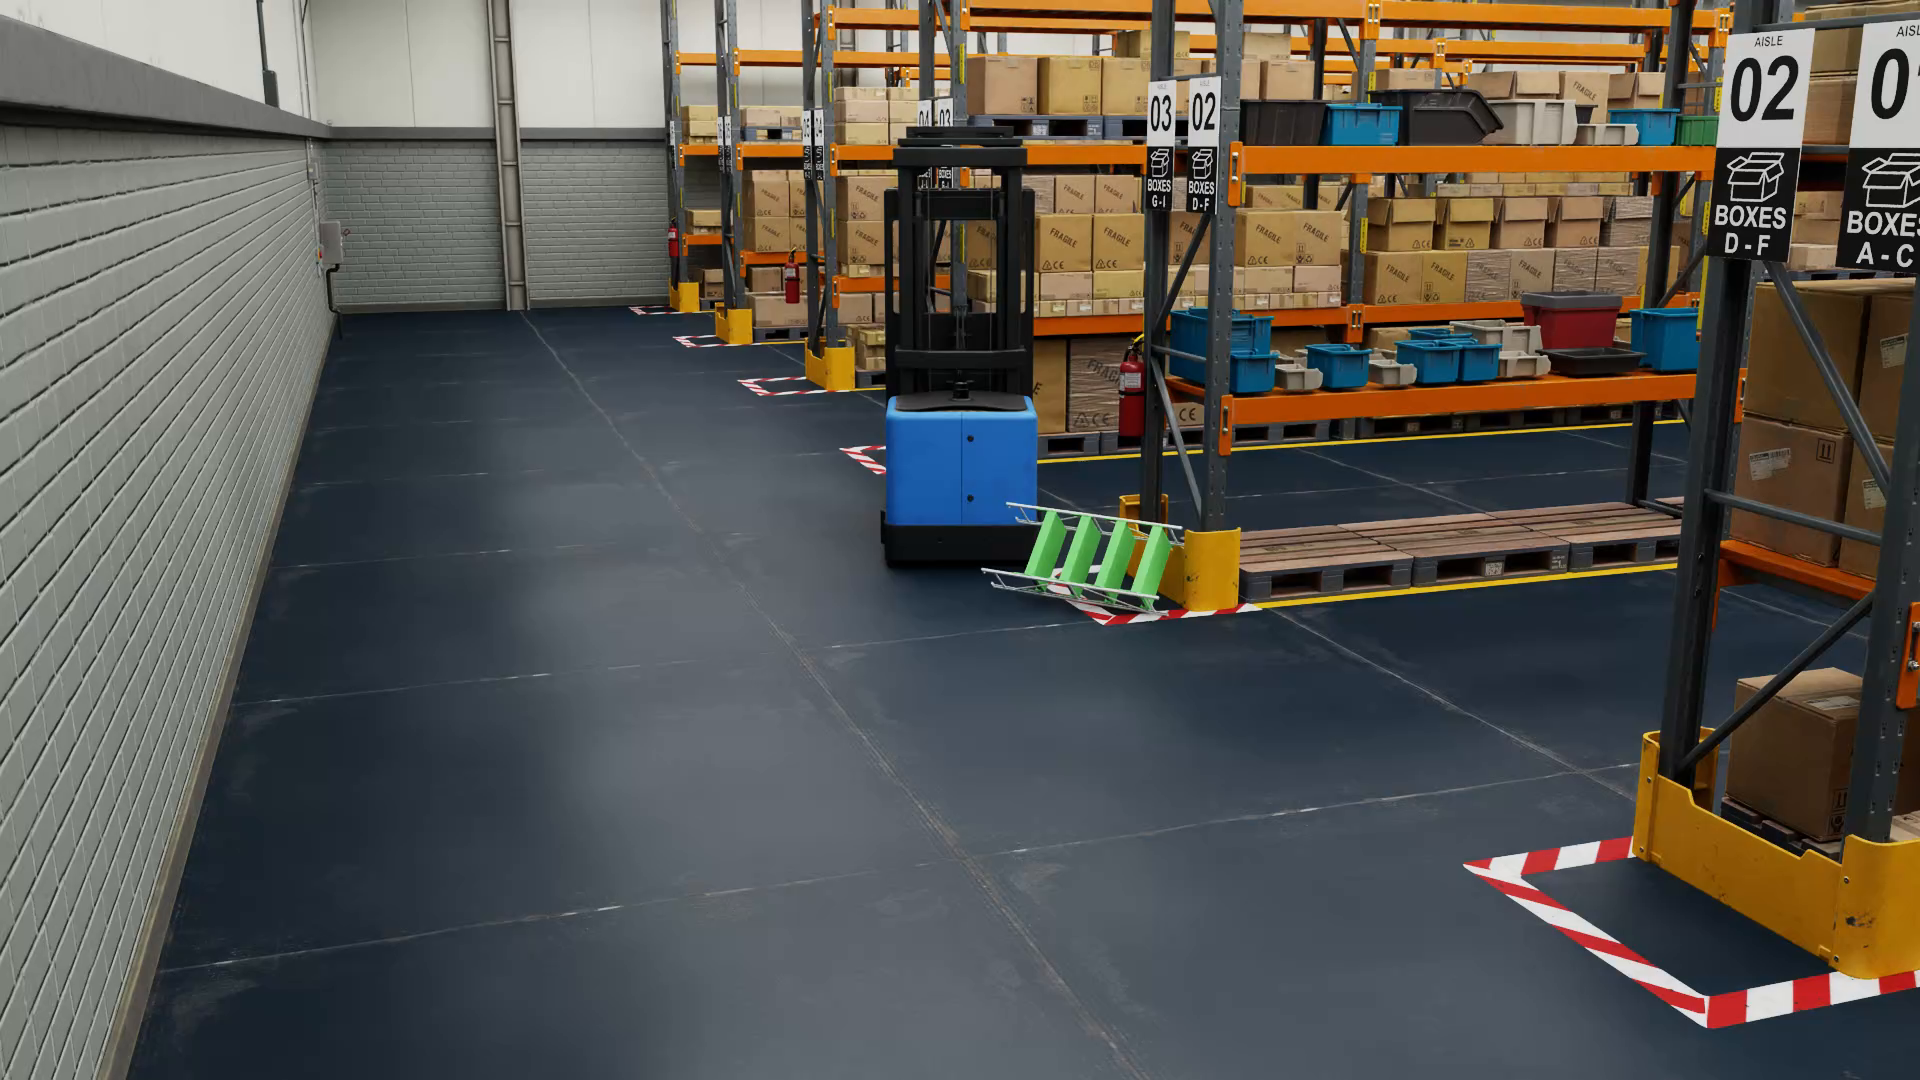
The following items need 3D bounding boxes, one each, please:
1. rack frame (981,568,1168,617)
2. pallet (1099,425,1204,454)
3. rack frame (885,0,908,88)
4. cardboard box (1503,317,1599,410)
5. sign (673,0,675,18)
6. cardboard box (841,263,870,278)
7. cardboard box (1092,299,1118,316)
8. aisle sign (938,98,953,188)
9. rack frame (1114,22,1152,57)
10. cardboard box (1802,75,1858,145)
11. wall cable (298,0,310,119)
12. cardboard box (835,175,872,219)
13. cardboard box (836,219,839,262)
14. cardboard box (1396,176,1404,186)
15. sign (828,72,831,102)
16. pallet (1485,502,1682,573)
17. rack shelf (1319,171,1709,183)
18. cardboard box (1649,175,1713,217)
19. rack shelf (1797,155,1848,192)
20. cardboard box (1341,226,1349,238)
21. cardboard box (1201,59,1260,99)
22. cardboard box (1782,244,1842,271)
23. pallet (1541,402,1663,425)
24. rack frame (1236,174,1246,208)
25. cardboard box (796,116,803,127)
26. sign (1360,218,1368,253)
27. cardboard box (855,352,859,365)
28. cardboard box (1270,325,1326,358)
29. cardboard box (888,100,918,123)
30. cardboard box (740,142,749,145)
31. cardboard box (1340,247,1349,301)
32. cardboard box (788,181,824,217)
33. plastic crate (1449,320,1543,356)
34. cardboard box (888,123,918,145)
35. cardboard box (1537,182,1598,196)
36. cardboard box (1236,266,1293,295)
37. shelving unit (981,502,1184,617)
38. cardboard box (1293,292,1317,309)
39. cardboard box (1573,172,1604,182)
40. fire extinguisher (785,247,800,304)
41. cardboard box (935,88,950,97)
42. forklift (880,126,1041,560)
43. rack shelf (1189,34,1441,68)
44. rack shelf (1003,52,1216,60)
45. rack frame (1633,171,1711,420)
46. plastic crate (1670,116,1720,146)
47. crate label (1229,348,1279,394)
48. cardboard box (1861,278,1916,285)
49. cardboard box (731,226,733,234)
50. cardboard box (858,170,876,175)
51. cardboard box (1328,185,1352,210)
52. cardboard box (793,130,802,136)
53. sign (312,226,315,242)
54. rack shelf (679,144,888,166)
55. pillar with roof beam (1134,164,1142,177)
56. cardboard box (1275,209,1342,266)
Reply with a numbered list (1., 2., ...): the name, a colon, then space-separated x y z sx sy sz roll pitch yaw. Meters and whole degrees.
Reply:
1. rack frame: 0.705 0.323 10.351 1.200 0.015 0.240 9 -26 27
2. pallet: 1.731 -1.052 16.108 1.213 0.211 1.003 -4 14 -18
3. rack frame: -1.112 -8.718 29.350 0.127 3.000 1.000 -4 14 -18
4. cardboard box: 5.918 -1.893 17.305 0.875 0.875 1.225 -4 14 -18
5. sign: -4.730 -8.797 27.491 0.005 0.325 0.100 -4 14 -18
6. cardboard box: -1.231 -3.168 19.522 0.250 0.149 0.380 -5 14 -19
7. cardboard box: 1.259 -2.151 15.245 0.250 0.149 0.380 -5 14 -19
8. aisle sign: -0.129 -3.436 14.490 0.004 0.787 0.394 -4 14 -18
9. rack frame: 2.149 -6.552 20.241 0.127 3.000 1.000 -4 14 -18
10. cardboard box: 3.403 -1.552 6.027 0.500 0.250 0.500 -4 14 -18
11. wall cable: -8.855 -7.018 22.203 0.029 3.000 2.355 -4 14 -18
12. cardboard box: -1.288 -4.106 19.904 0.500 0.500 0.500 -5 14 -19
13. cardboard box: -1.298 -3.621 20.025 0.500 0.500 0.500 -4 14 -17
14. cardboard box: 7.042 -5.878 27.204 0.250 0.149 0.380 -5 14 -20
15. sign: -1.469 -5.104 18.746 0.005 0.325 0.100 -4 14 -18
16. pallet: 4.530 -0.032 11.823 1.213 0.211 1.003 -4 14 -18
17. rack shelf: 5.531 -3.795 16.687 4.000 0.370 1.077 -4 14 -18
18. cardboard box: 10.092 -4.842 23.358 0.550 0.550 0.875 -4 14 -18
19. rack shelf: 4.895 -1.327 6.311 4.000 0.370 1.077 -4 14 -18
20. cardboard box: 4.879 -3.961 21.304 0.250 0.149 0.380 -4 14 -18
21. cardboard box: 2.401 -4.189 15.451 0.500 0.500 0.700 -4 14 -15
22. cardboard box: 9.088 -3.038 17.849 0.500 0.250 0.500 -5 14 -20
23. pallet: 6.655 -1.435 17.719 1.213 0.211 1.003 -4 14 -18
24. rack frame: 4.265 -5.007 26.709 0.127 3.000 1.000 -4 14 -18
25. cardboard box: -2.212 -6.036 23.975 0.250 0.149 0.380 -4 14 -16
26. sign: 3.813 -2.876 15.710 0.005 0.325 0.100 -4 14 -18
27. cardboard box: -1.210 -2.240 20.331 0.250 0.149 0.380 -4 14 -17
28. cardboard box: 2.984 -1.677 16.397 0.875 0.875 0.875 -4 14 -18
29. cardboard box: -0.649 -4.982 19.366 0.500 0.250 0.500 -5 14 -19
30. cardboard box: -3.769 -6.850 28.521 0.250 0.149 0.380 -4 14 -17
31. cardboard box: 3.991 -2.681 16.716 0.500 0.500 0.500 -4 14 -18
32. cardboard box: -2.284 -4.964 24.153 0.500 0.500 0.500 -5 14 -20
33. plastic crate: 3.709 -1.351 11.467 0.530 0.282 0.437 -4 14 -18
34. cardboard box: -0.635 -4.739 19.428 0.500 0.250 0.500 -4 14 -16
35. cardboard box: 8.296 -4.645 22.813 0.500 0.500 0.700 -4 14 -18
36. cardboard box: 2.811 -2.481 15.772 0.500 0.250 0.500 -4 14 -16
37. shelving unit: 0.787 0.113 10.444 1.200 0.503 0.258 9 -26 27
38. cardboard box: 3.206 -2.302 15.883 0.250 0.149 0.380 -4 14 -17
39. cardboard box: 10.500 -6.095 28.267 0.500 0.500 0.700 -5 14 -19
40. fire extinguisher: -2.028 -3.202 20.094 0.183 0.674 0.296 -4 14 -18
41. cardboard box: -0.294 -5.214 19.483 0.250 0.149 0.380 -4 14 -16
42. forklift: -0.009 -1.570 12.410 1.130 2.935 3.031 0 13 -1
43. rack shelf: 4.044 -6.155 20.991 4.000 0.370 1.077 -4 14 -18
44. rack shelf: 2.370 -7.233 25.524 4.000 0.370 1.077 -4 14 -18
45. rack frame: 7.426 -2.833 17.572 0.127 3.000 1.000 -4 14 -18
46. plastic crate: 4.910 -2.710 11.031 0.662 0.188 0.450 -4 14 -18
47. crate label: 1.763 -1.050 10.308 0.303 0.233 0.416 -4 14 -18
48. cardboard box: 3.812 -0.736 6.376 0.500 0.500 0.500 -4 14 -17
49. cardboard box: -4.040 -5.402 28.916 0.250 0.149 0.380 -5 14 -19
50. cardboard box: -1.409 -5.338 24.322 0.250 0.149 0.380 -5 14 -19
51. cardboard box: 6.235 -5.503 27.028 0.500 0.500 0.500 -5 14 -20
52. cardboard box: -2.949 -7.129 28.830 0.500 0.250 0.500 -5 14 -19
53. sign: -8.696 -4.111 22.361 0.001 0.218 0.327 -4 14 -18
54. rack shelf: -3.008 -6.762 29.159 4.000 0.370 1.077 -4 14 -18
55. pillar with roof beam: 5.000 -8.363 27.857 0.400 9.000 9.100 -4 14 -18
56. cardboard box: 3.285 -2.882 15.838 0.500 0.500 0.500 -4 14 -16
